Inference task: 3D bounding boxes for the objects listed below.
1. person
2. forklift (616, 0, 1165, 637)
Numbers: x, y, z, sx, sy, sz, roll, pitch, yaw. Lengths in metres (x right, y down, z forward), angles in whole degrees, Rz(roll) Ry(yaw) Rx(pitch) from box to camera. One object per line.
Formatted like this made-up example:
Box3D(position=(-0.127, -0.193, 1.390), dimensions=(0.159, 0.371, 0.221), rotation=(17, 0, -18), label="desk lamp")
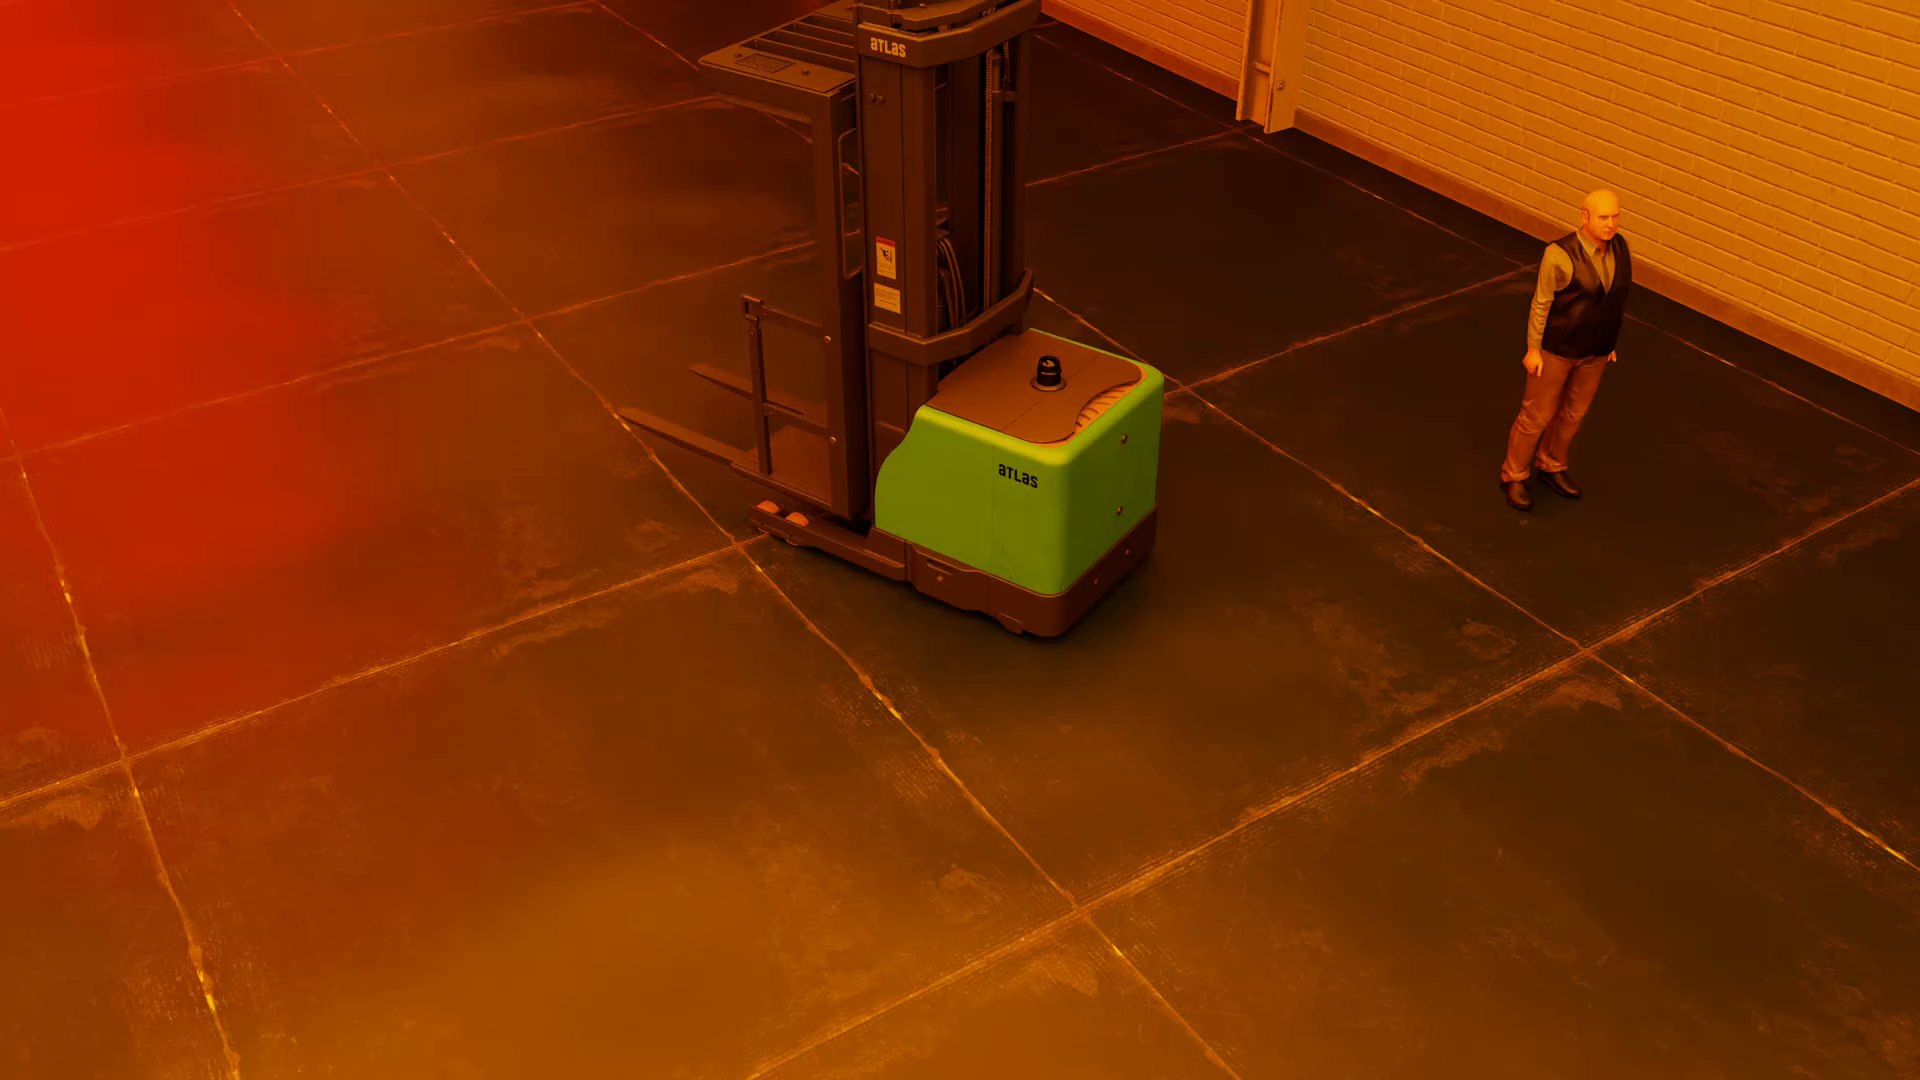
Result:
Box3D(position=(3.172, -0.990, 8.610), dimensions=(0.525, 1.724, 0.375), rotation=(-11, 37, -15), label="person")
Box3D(position=(-0.500, -1.399, 8.138), dimensions=(3.031, 2.935, 1.130), rotation=(22, 41, 28), label="forklift")
